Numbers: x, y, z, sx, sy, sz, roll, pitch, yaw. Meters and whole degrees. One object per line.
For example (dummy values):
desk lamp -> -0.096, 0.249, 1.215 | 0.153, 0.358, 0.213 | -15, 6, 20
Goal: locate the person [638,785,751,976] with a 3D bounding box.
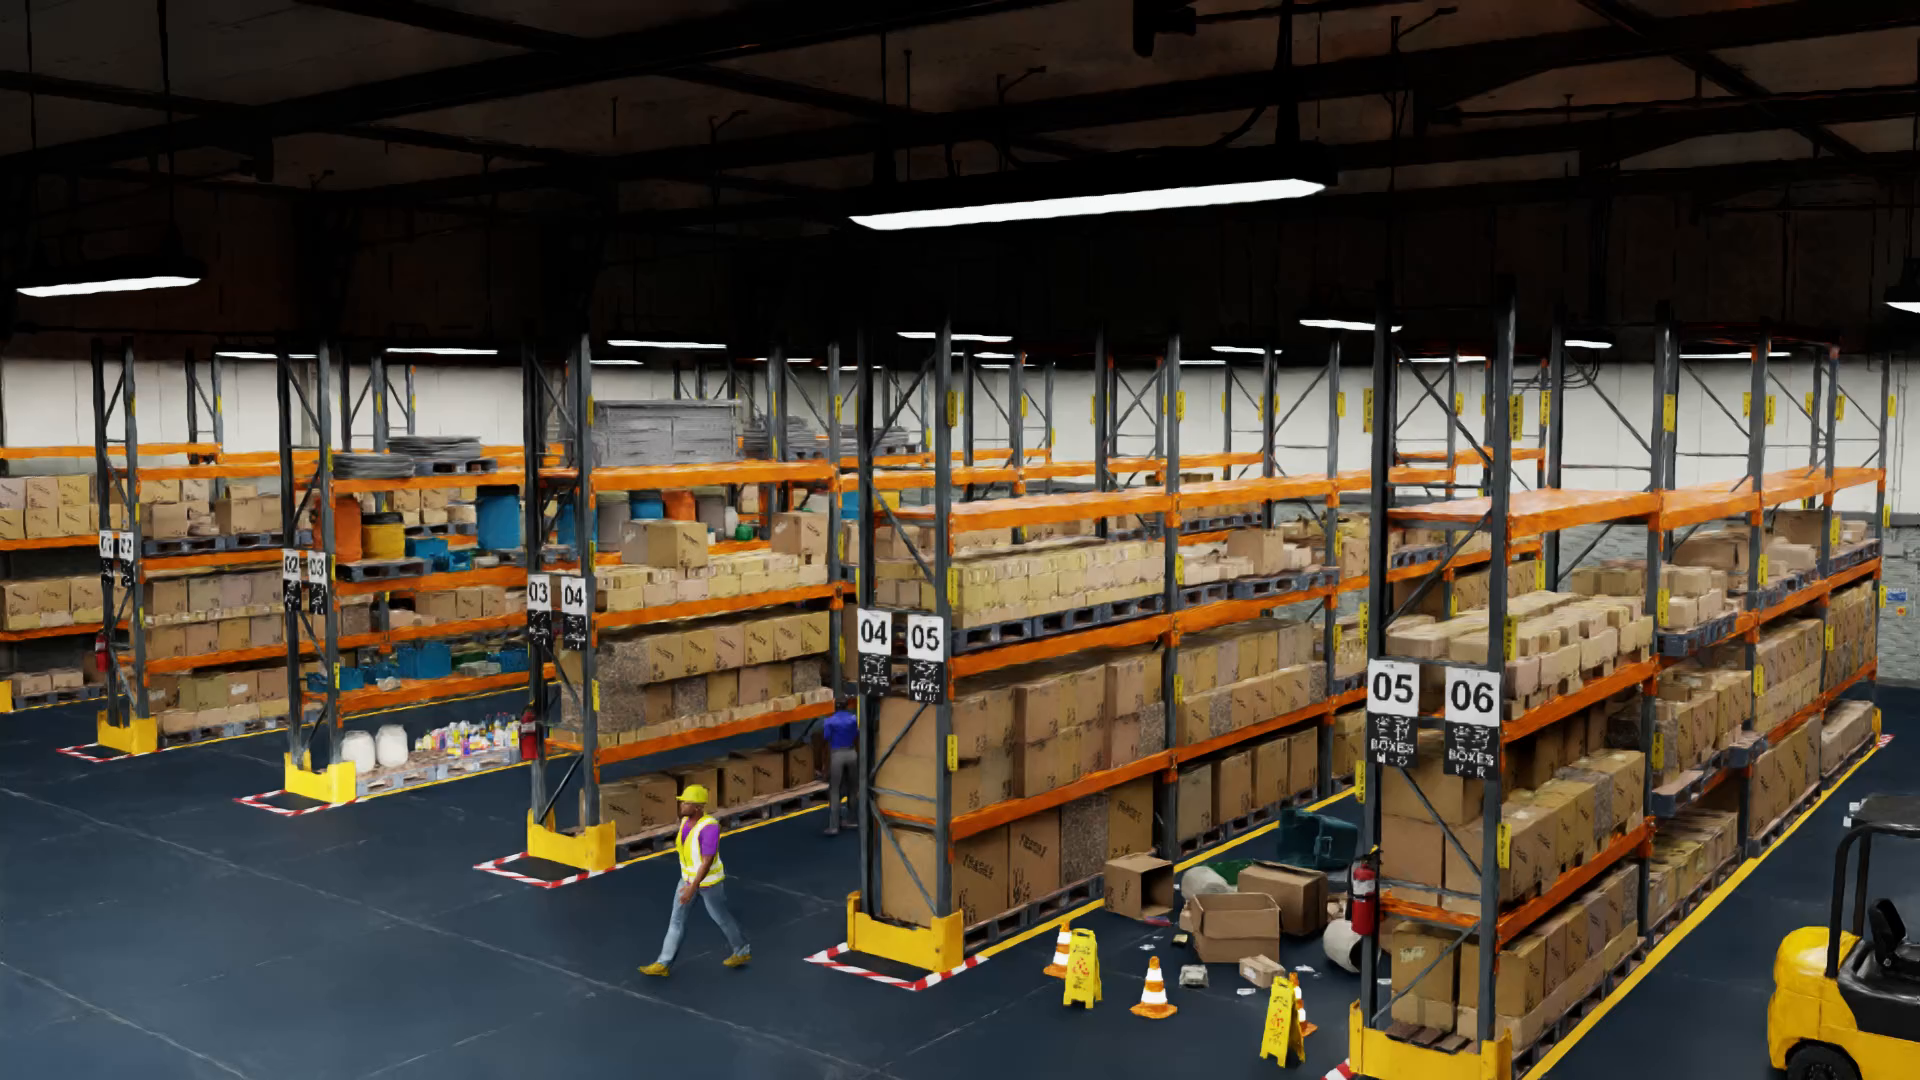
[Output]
person -> -2.334, 3.018, 14.796 | 1.042, 1.708, 0.569 | -5, 7, -44

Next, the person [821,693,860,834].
person -> -1.415, 2.621, 19.647 | 0.498, 1.662, 0.464 | -2, 5, -21
